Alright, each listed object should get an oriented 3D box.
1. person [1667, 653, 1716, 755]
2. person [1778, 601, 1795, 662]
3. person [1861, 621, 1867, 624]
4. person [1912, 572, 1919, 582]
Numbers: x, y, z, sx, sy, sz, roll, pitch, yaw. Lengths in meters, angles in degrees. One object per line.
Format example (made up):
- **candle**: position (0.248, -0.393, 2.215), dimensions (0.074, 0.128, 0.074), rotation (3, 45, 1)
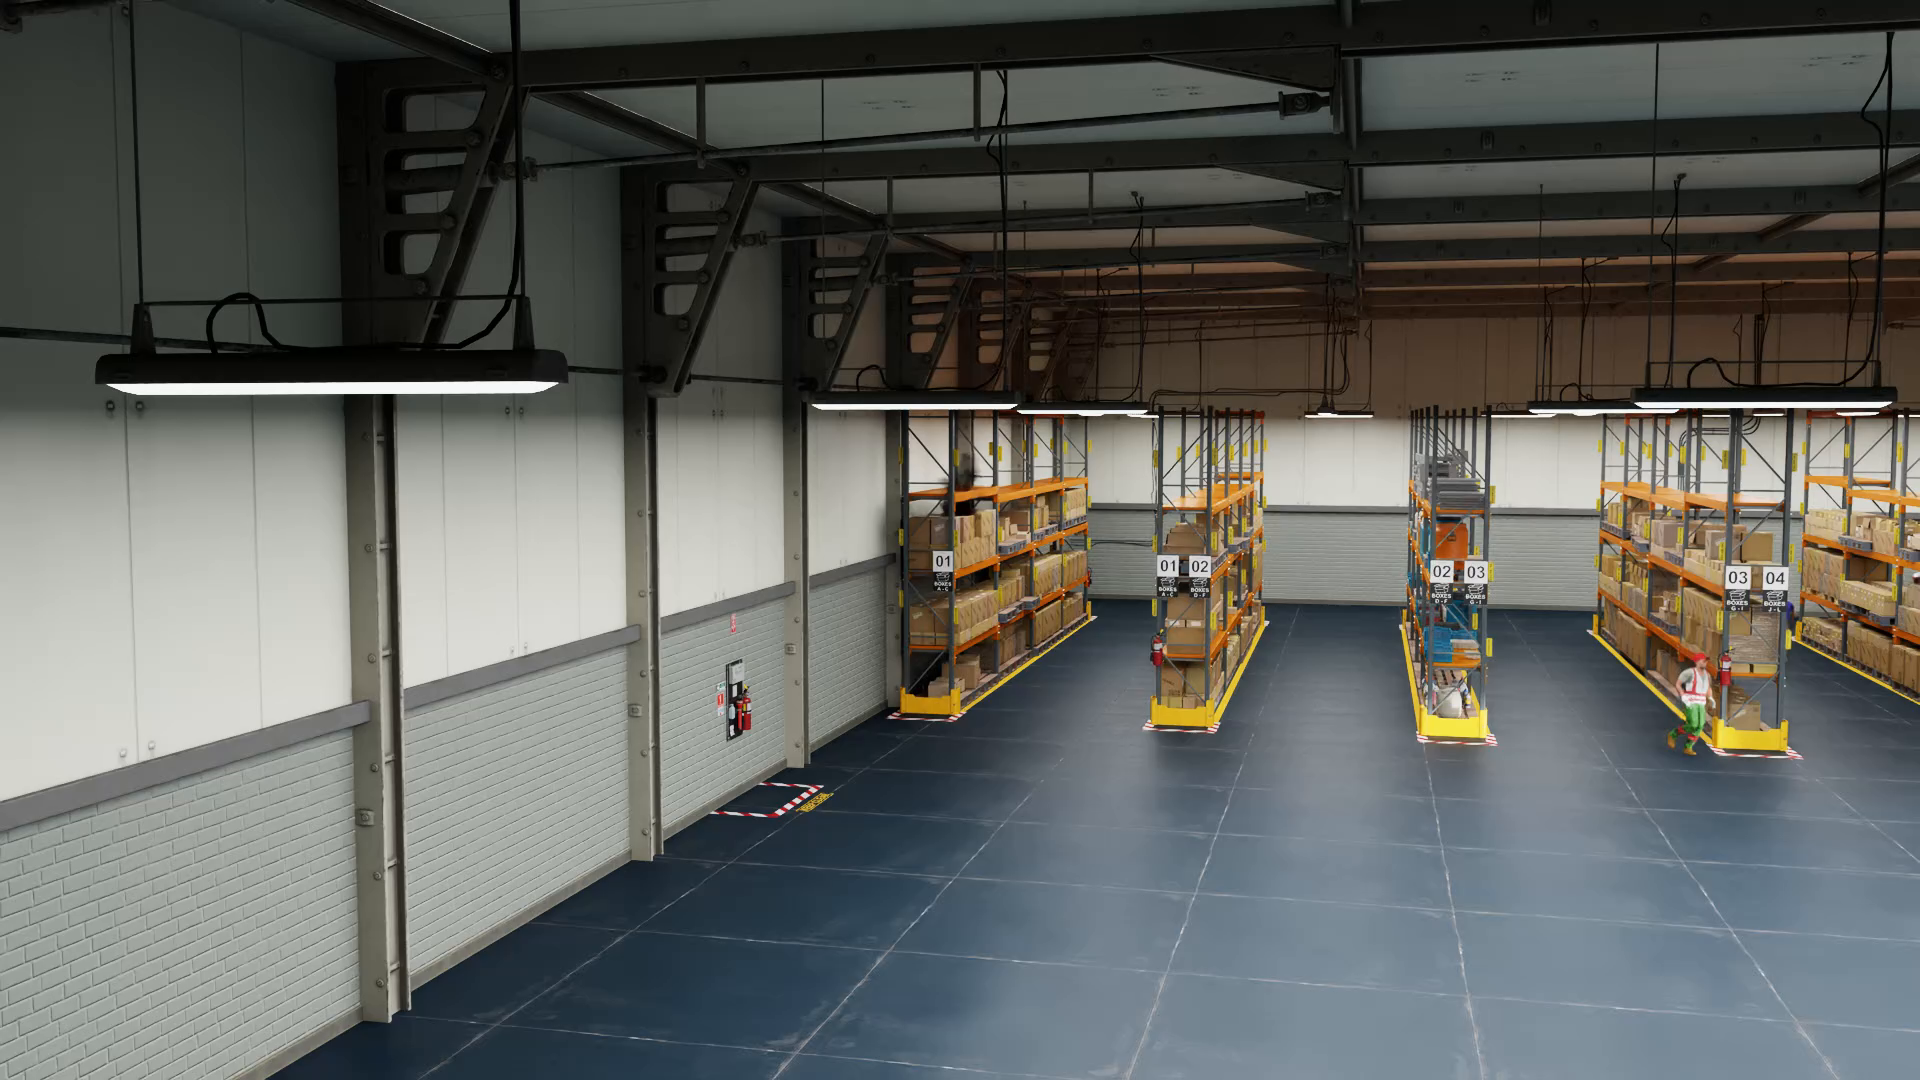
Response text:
- **person**: position (12.645, 2.806, 28.651), dimensions (0.716, 1.722, 0.591), rotation (-2, 4, -22)
- **person**: position (19.701, 2.055, 39.833), dimensions (0.592, 1.660, 0.901), rotation (1, 4, 16)
- **person**: position (23.712, 1.749, 43.402), dimensions (0.751, 1.714, 0.613), rotation (-2, 4, -24)
- **person**: position (25.377, 1.717, 43.946), dimensions (0.605, 1.718, 0.733), rotation (2, 4, 22)
